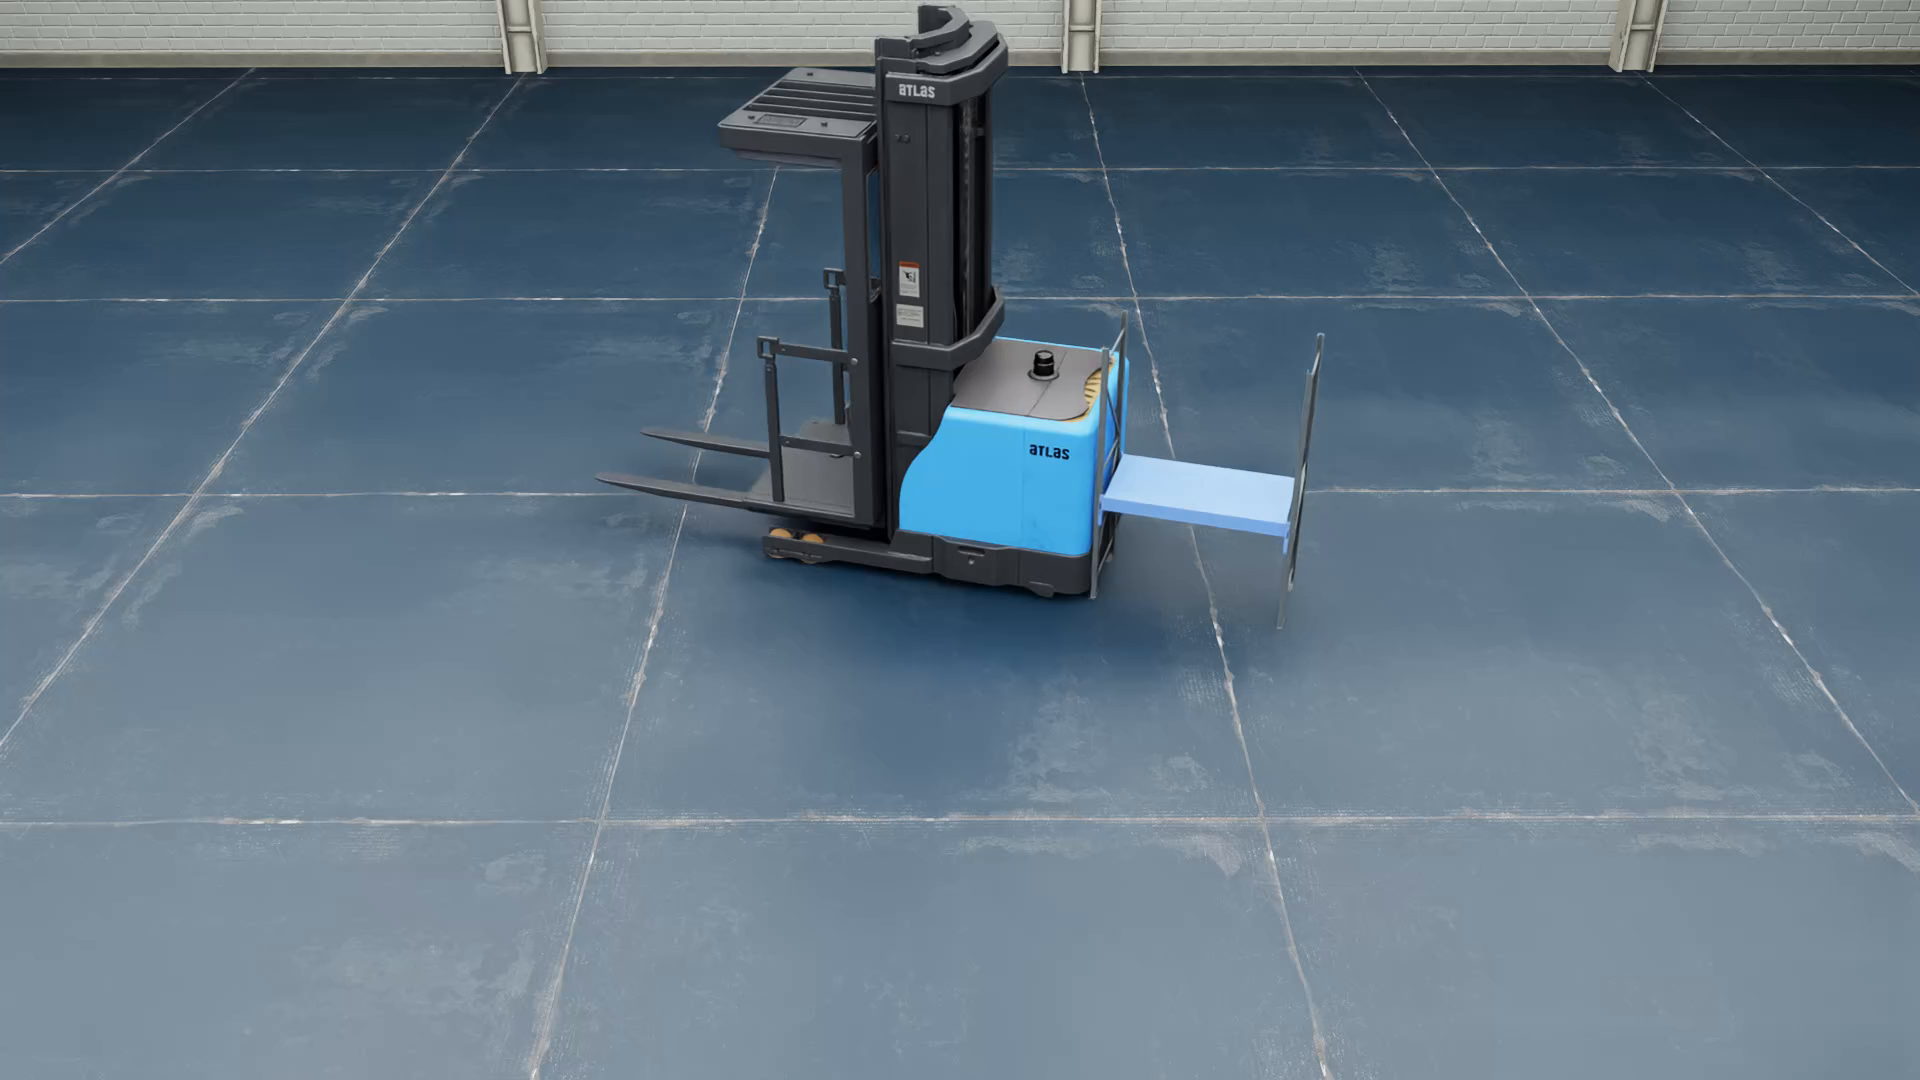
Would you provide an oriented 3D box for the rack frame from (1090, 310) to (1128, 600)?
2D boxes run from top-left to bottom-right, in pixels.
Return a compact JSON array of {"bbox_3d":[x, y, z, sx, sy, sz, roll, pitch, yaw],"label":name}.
[{"bbox_3d":[0.798,-0.440,8.919,0.032,1.500,0.500,9,32,14],"label":"rack frame"}]

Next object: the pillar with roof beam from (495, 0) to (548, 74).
[{"bbox_3d":[-4.674,-6.719,12.038,0.400,9.000,9.100,0,31,0],"label":"pillar with roof beam"}]

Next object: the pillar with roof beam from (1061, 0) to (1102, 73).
[{"bbox_3d":[1.326,-6.737,12.069,0.400,9.000,9.100,0,31,0],"label":"pillar with roof beam"}]

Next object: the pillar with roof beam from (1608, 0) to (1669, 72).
[{"bbox_3d":[7.326,-6.756,12.099,0.400,9.000,9.100,0,31,0],"label":"pillar with roof beam"}]

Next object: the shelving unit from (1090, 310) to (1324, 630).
[{"bbox_3d":[1.285,-0.364,8.794,1.048,1.500,0.538,9,32,14],"label":"shelving unit"}]

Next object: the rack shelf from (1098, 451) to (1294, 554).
[{"bbox_3d":[1.285,-0.210,8.887,1.000,0.185,0.538,9,32,14],"label":"rack shelf"}]

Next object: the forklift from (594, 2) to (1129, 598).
[{"bbox_3d":[-0.617,-1.369,9.070,3.031,2.935,1.130,9,32,14],"label":"forklift"}]

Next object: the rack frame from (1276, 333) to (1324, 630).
[{"bbox_3d":[1.772,-0.288,8.668,0.032,1.500,0.500,9,32,14],"label":"rack frame"}]
